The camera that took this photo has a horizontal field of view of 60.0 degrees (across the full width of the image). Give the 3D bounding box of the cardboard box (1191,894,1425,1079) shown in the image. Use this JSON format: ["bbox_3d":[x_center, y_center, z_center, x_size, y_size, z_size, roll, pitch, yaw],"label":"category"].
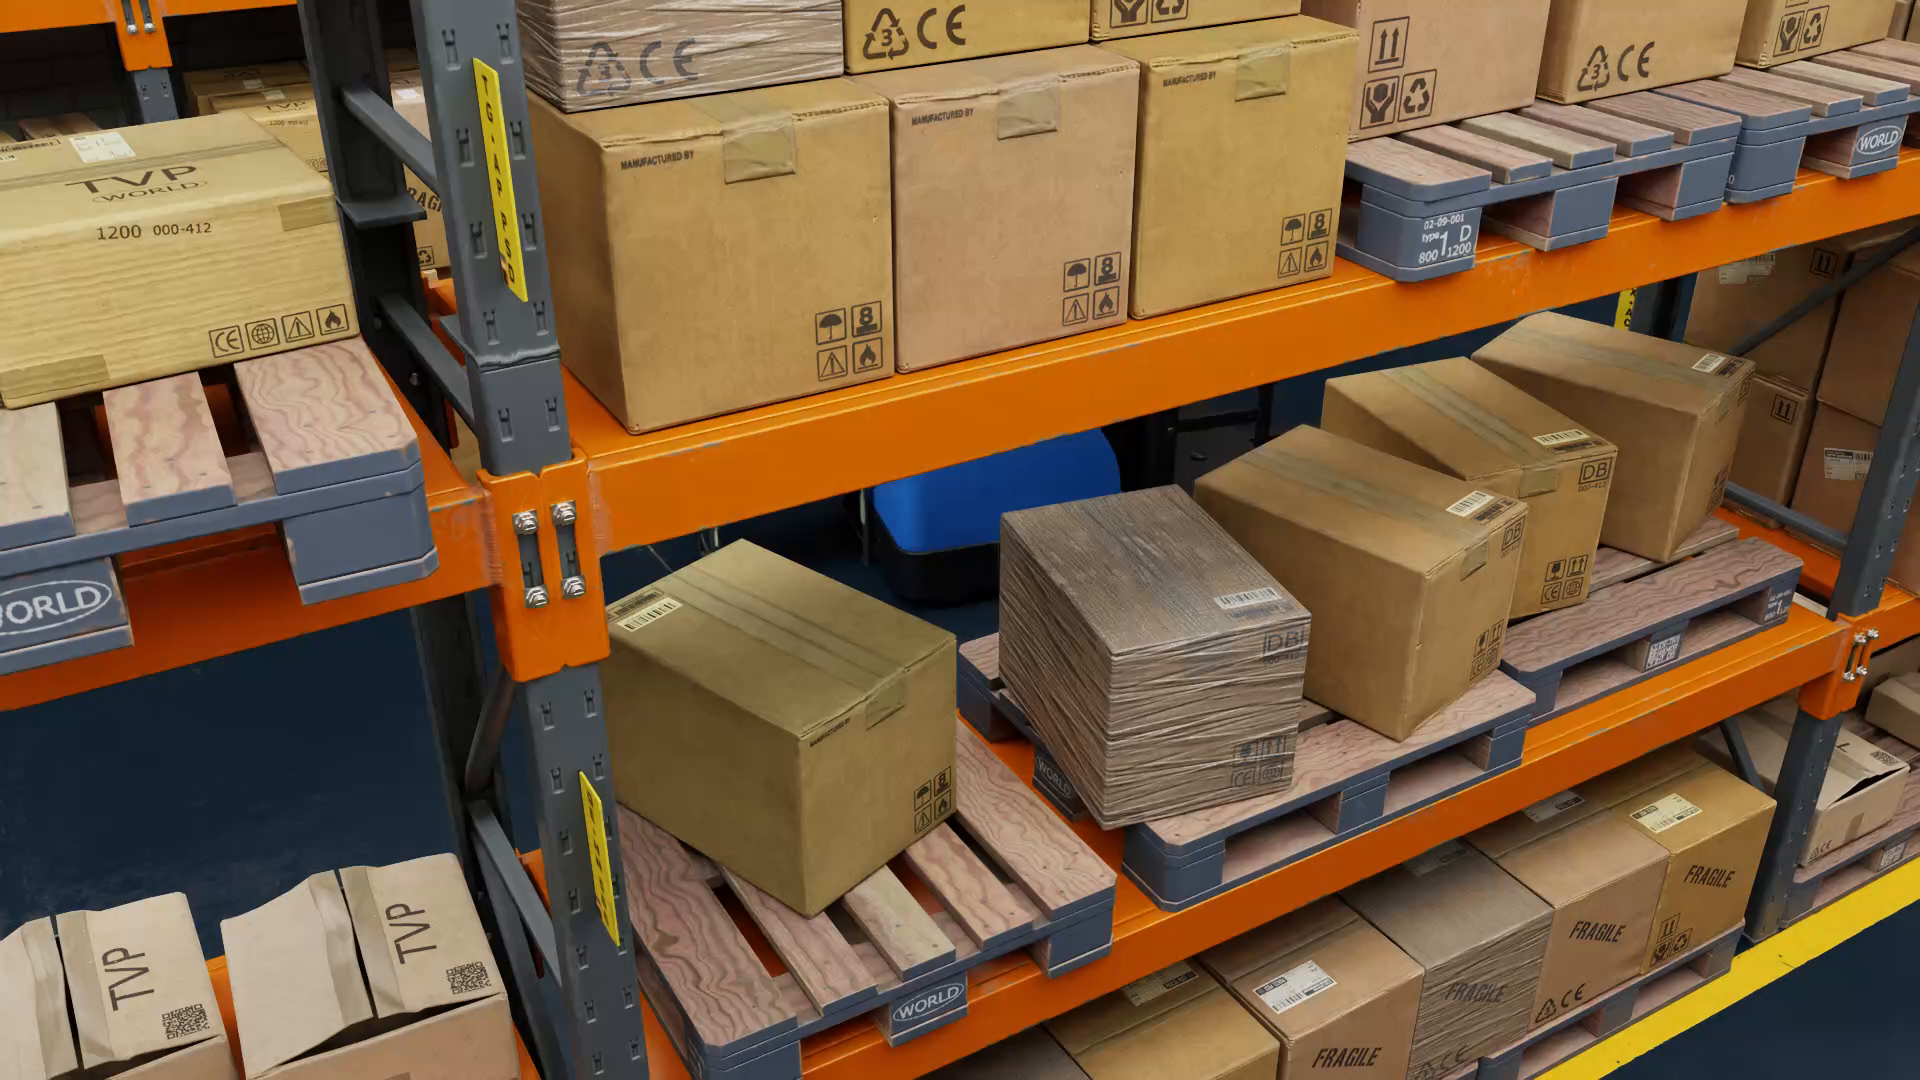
[{"bbox_3d":[0.950,1.368,4.798,0.500,0.500,0.500,-17,33,-28],"label":"cardboard box"}]

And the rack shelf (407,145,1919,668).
[{"bbox_3d":[0.806,-0.648,3.960,4.000,0.370,1.077,-16,33,-26],"label":"rack shelf"}]

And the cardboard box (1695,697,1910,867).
[{"bbox_3d":[3.002,0.833,5.964,0.500,0.311,0.500,-16,33,-26],"label":"cardboard box"}]

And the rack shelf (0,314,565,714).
[{"bbox_3d":[-2.643,0.331,2.186,4.000,0.370,1.077,-16,33,-26],"label":"rack shelf"}]

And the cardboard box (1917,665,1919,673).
[{"bbox_3d":[4.148,0.299,6.732,0.637,0.503,0.797,-16,33,-26],"label":"cardboard box"}]

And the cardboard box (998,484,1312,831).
[{"bbox_3d":[0.453,0.267,4.124,0.500,0.500,0.700,-10,30,-17],"label":"cardboard box"}]

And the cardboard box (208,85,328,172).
[{"bbox_3d":[-2.884,-1.745,7.099,0.500,0.250,0.500,-15,32,-25],"label":"cardboard box"}]

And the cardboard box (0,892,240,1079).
[{"bbox_3d":[-1.787,1.017,3.395,0.500,0.311,0.500,-16,33,-27],"label":"cardboard box"}]

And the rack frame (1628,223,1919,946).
[{"bbox_3d":[2.531,-0.139,5.398,0.127,3.000,1.000,-16,33,-26],"label":"rack frame"}]

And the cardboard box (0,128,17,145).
[{"bbox_3d":[-3.983,-1.561,6.745,0.250,0.149,0.380,-22,36,-34],"label":"cardboard box"}]

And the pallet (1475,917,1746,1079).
[{"bbox_3d":[1.848,1.297,5.682,1.213,0.211,1.003,-16,33,-26],"label":"pallet"}]

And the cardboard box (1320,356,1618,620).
[{"bbox_3d":[1.448,-0.149,4.878,0.500,0.500,0.700,-11,31,-19],"label":"cardboard box"}]

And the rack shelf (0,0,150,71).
[{"bbox_3d":[-5.155,-1.732,5.923,4.000,0.370,1.077,-16,33,-26],"label":"rack shelf"}]

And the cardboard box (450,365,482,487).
[{"bbox_3d":[-2.731,-0.591,8.006,0.750,0.750,0.750,-16,33,-27],"label":"cardboard box"}]

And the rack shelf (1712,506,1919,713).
[{"bbox_3d":[4.255,-0.314,6.459,4.000,0.370,1.077,-16,33,-26],"label":"rack shelf"}]

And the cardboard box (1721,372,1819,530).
[{"bbox_3d":[2.831,-0.412,5.789,0.500,0.500,0.500,-15,32,-26],"label":"cardboard box"}]

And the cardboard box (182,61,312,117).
[{"bbox_3d":[-3.171,-1.953,7.476,0.500,0.250,0.500,-15,32,-25],"label":"cardboard box"}]

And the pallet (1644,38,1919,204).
[{"bbox_3d":[1.933,-1.240,4.482,1.003,0.211,1.213,-16,33,-26],"label":"pallet"}]

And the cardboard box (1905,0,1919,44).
[{"bbox_3d":[3.075,-1.403,4.738,0.500,0.250,0.500,-16,33,-26],"label":"cardboard box"}]

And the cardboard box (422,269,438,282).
[{"bbox_3d":[-2.536,-1.194,7.548,0.250,0.149,0.380,-15,32,-25],"label":"cardboard box"}]

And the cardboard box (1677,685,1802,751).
[{"bbox_3d":[2.878,0.505,6.362,0.500,0.500,0.500,-16,33,-26],"label":"cardboard box"}]

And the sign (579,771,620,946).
[{"bbox_3d":[-0.634,0.563,2.926,0.005,0.325,0.100,-16,33,-26],"label":"sign"}]

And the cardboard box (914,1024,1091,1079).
[{"bbox_3d":[0.068,1.619,4.344,0.500,0.500,0.500,-17,33,-28],"label":"cardboard box"}]

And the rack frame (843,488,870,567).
[{"bbox_3d":[-0.507,-0.618,7.817,0.023,1.500,0.400,-9,30,-16],"label":"rack frame"}]

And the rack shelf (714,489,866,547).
[{"bbox_3d":[-0.854,-0.277,7.874,0.720,0.370,0.431,-9,30,-16],"label":"rack shelf"}]

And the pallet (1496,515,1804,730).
[{"bbox_3d":[1.786,0.095,5.172,1.213,0.211,1.003,-16,33,-26],"label":"pallet"}]

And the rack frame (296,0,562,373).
[{"bbox_3d":[-0.918,-1.787,2.174,0.127,3.000,1.000,-16,33,-26],"label":"rack frame"}]

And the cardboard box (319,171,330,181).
[{"bbox_3d":[-2.883,-1.418,7.283,0.500,0.500,0.500,-15,32,-25],"label":"cardboard box"}]

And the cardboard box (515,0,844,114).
[{"bbox_3d":[-0.539,-1.059,2.822,0.500,0.500,0.500,-16,33,-26],"label":"cardboard box"}]

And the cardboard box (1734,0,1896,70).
[{"bbox_3d":[2.059,-1.631,4.356,0.600,0.600,0.600,-19,34,-31],"label":"cardboard box"}]

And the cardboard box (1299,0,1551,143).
[{"bbox_3d":[0.910,-1.304,3.762,0.600,0.600,0.600,-17,33,-28],"label":"cardboard box"}]

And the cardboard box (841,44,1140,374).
[{"bbox_3d":[-0.119,-0.763,3.320,0.500,0.500,0.910,-16,33,-26],"label":"cardboard box"}]

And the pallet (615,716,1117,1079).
[{"bbox_3d":[-0.369,0.729,4.024,1.003,0.211,1.213,-16,33,-26],"label":"pallet"}]

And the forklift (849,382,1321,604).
[{"bbox_3d":[1.013,-1.403,7.759,3.031,2.935,1.130,-9,30,-16],"label":"forklift"}]

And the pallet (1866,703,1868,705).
[{"bbox_3d":[4.176,0.613,6.920,1.213,0.211,1.003,-16,33,-26],"label":"pallet"}]

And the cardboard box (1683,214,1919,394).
[{"bbox_3d":[2.835,-0.852,5.552,0.500,0.500,0.500,-16,33,-26],"label":"cardboard box"}]

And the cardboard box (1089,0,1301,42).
[{"bbox_3d":[0.341,-1.309,3.274,0.500,0.500,0.500,-16,33,-26],"label":"cardboard box"}]

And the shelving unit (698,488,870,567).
[{"bbox_3d":[-0.854,-0.562,7.716,0.755,1.500,0.431,-9,30,-16],"label":"shelving unit"}]

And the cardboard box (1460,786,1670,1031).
[{"bbox_3d":[1.820,1.120,5.247,0.500,0.500,0.500,-16,33,-26],"label":"cardboard box"}]
